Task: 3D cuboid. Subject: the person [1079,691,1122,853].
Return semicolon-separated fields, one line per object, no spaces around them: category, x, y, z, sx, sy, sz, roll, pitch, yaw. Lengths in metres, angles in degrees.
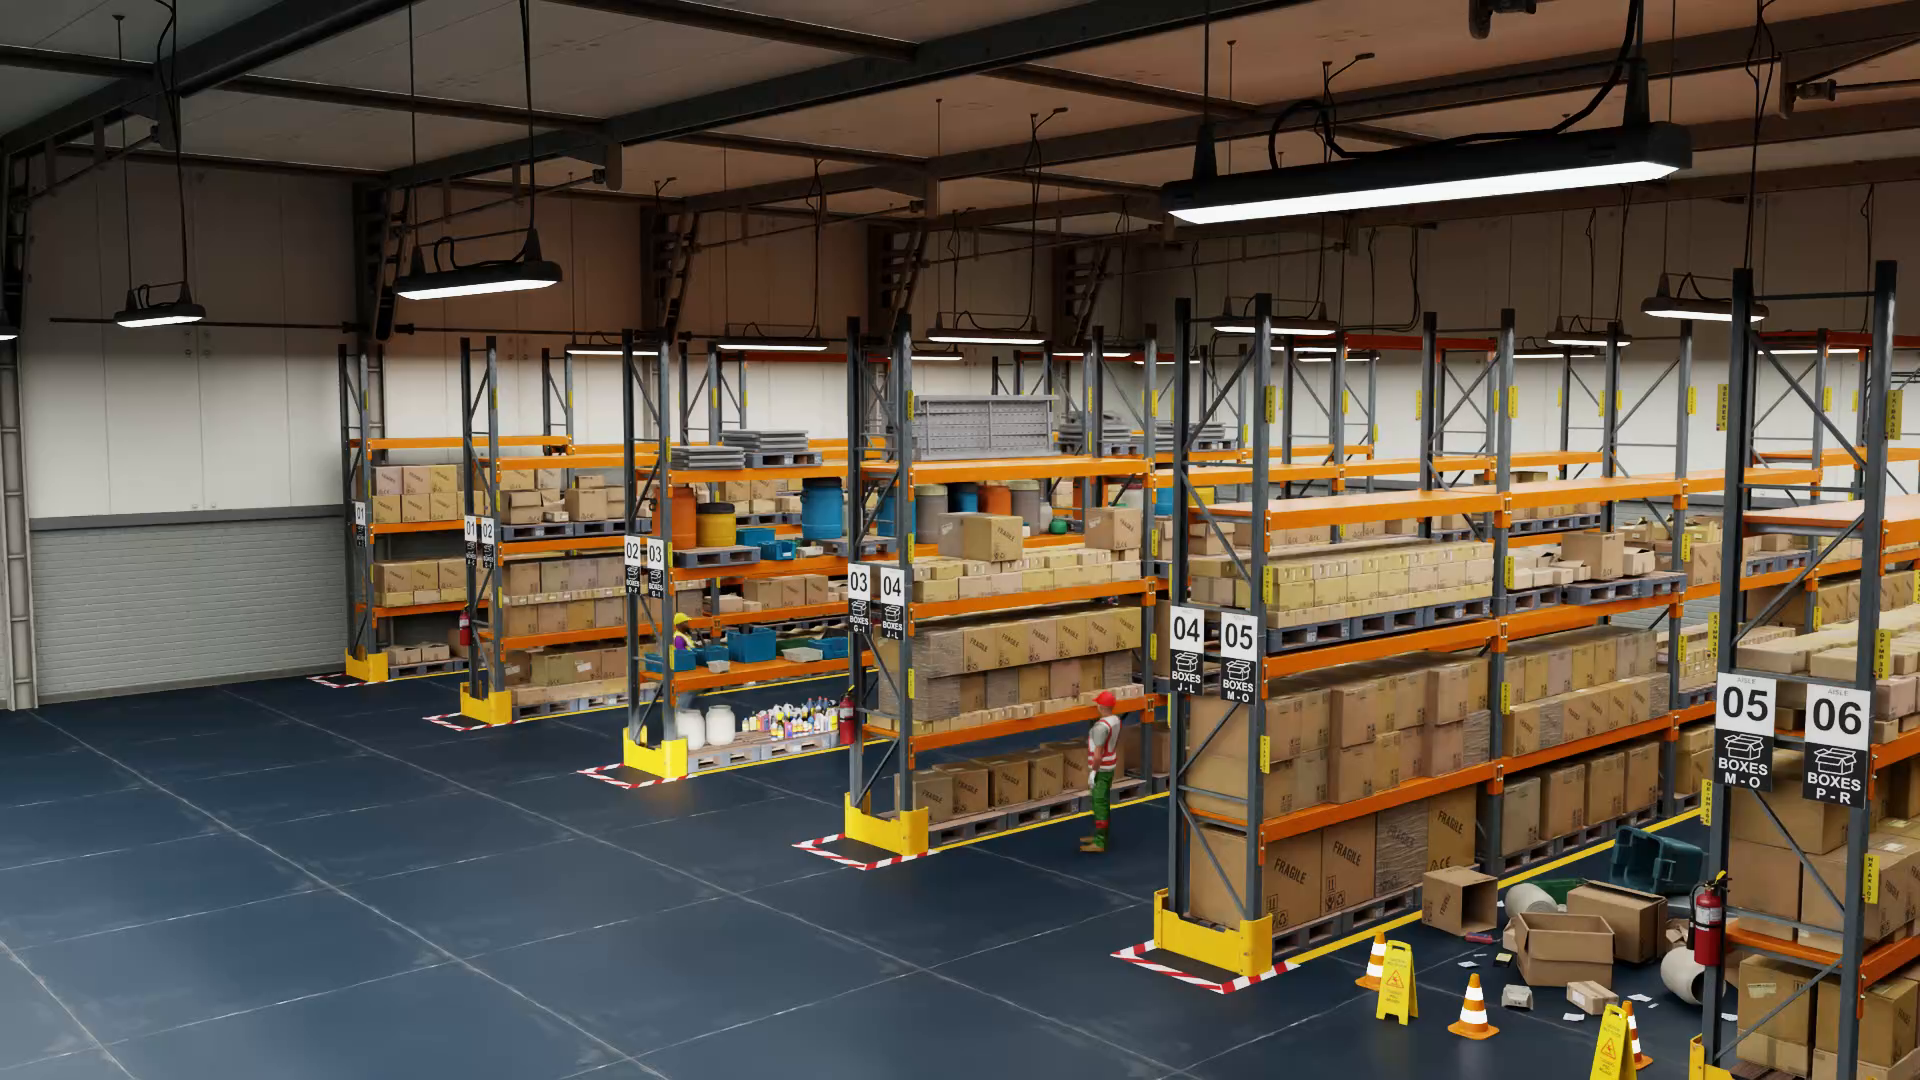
person;1.575;2.588;18.775;0.474;1.784;0.573;1;5;12

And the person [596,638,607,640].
person;-6.691;1.512;30.924;0.626;1.769;0.658;-1;5;-12

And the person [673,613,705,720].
person;-4.145;1.959;25.377;0.497;1.721;0.588;-1;5;-8
